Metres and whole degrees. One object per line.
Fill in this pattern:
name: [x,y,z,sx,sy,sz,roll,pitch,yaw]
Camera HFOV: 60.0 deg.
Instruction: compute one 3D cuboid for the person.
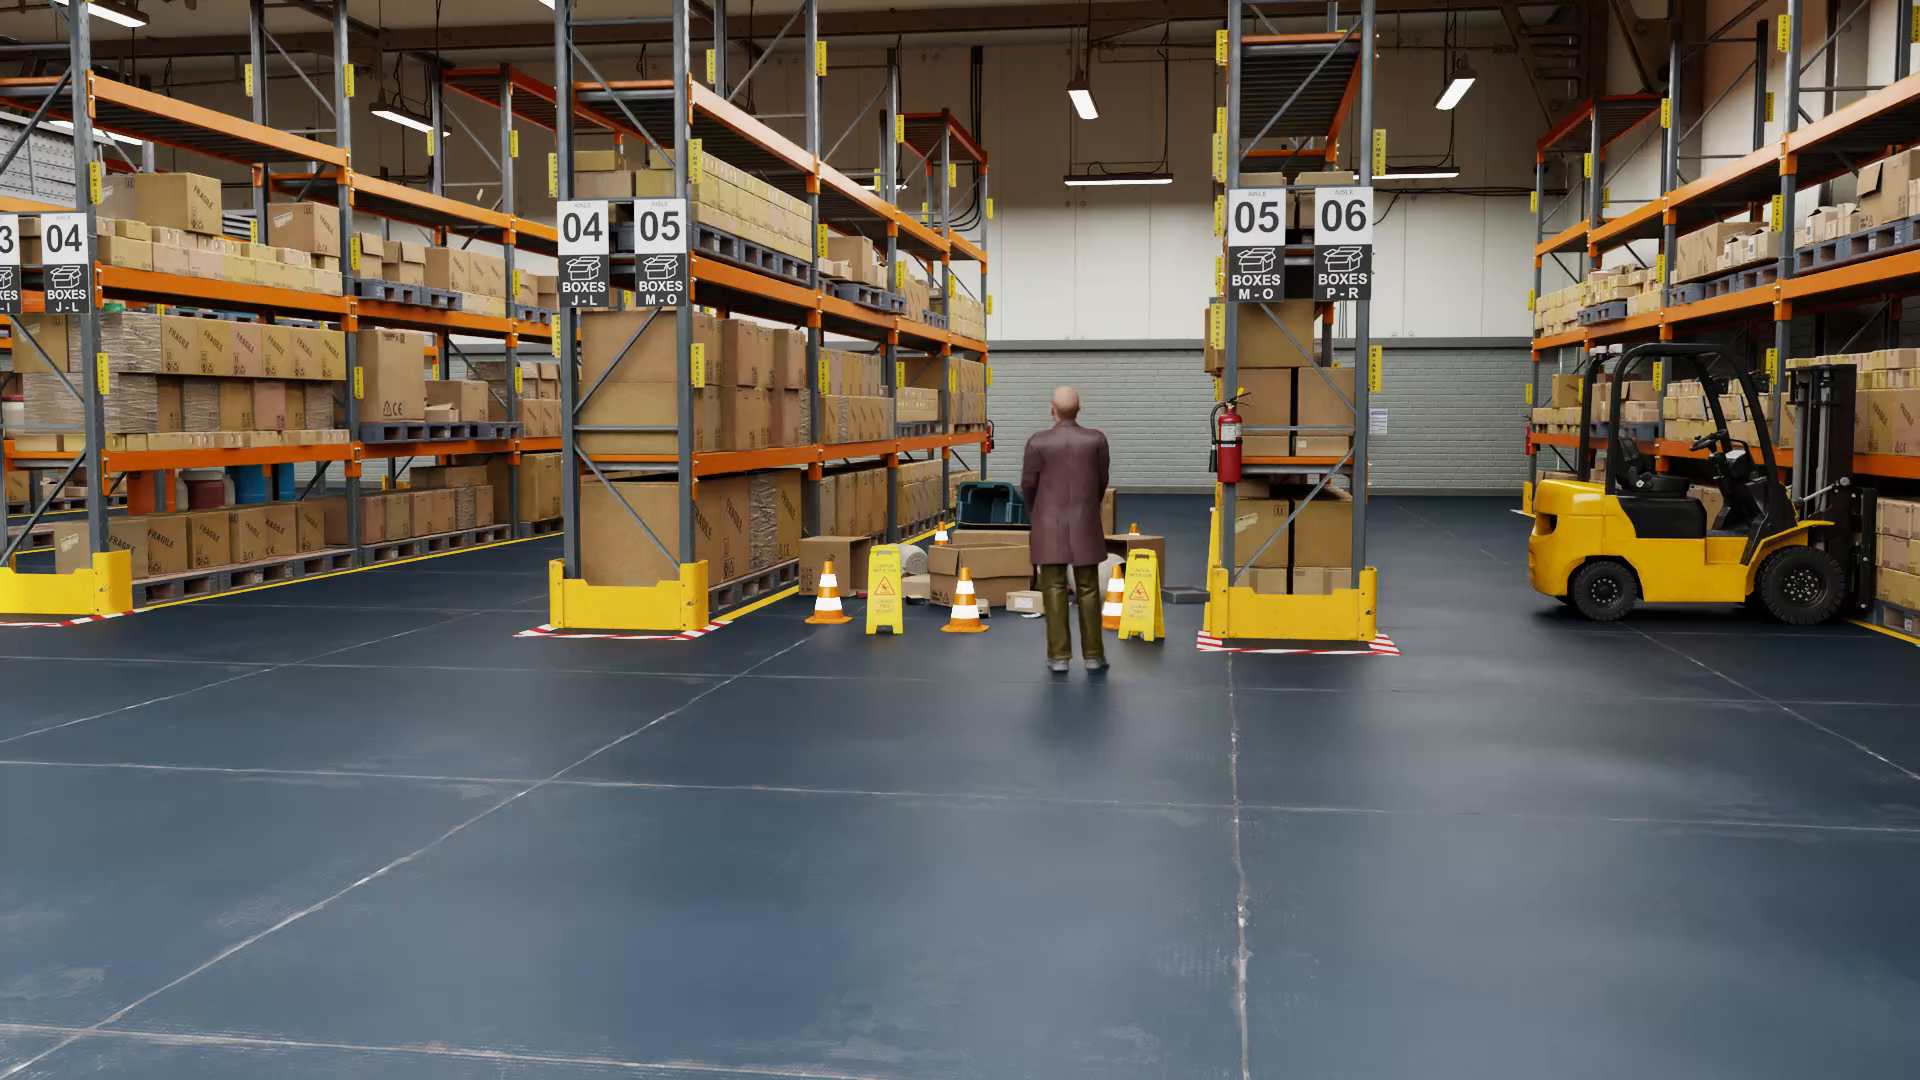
person: [0.667,-0.074,10.475,0.588,1.782,0.497,0,4,-4]
